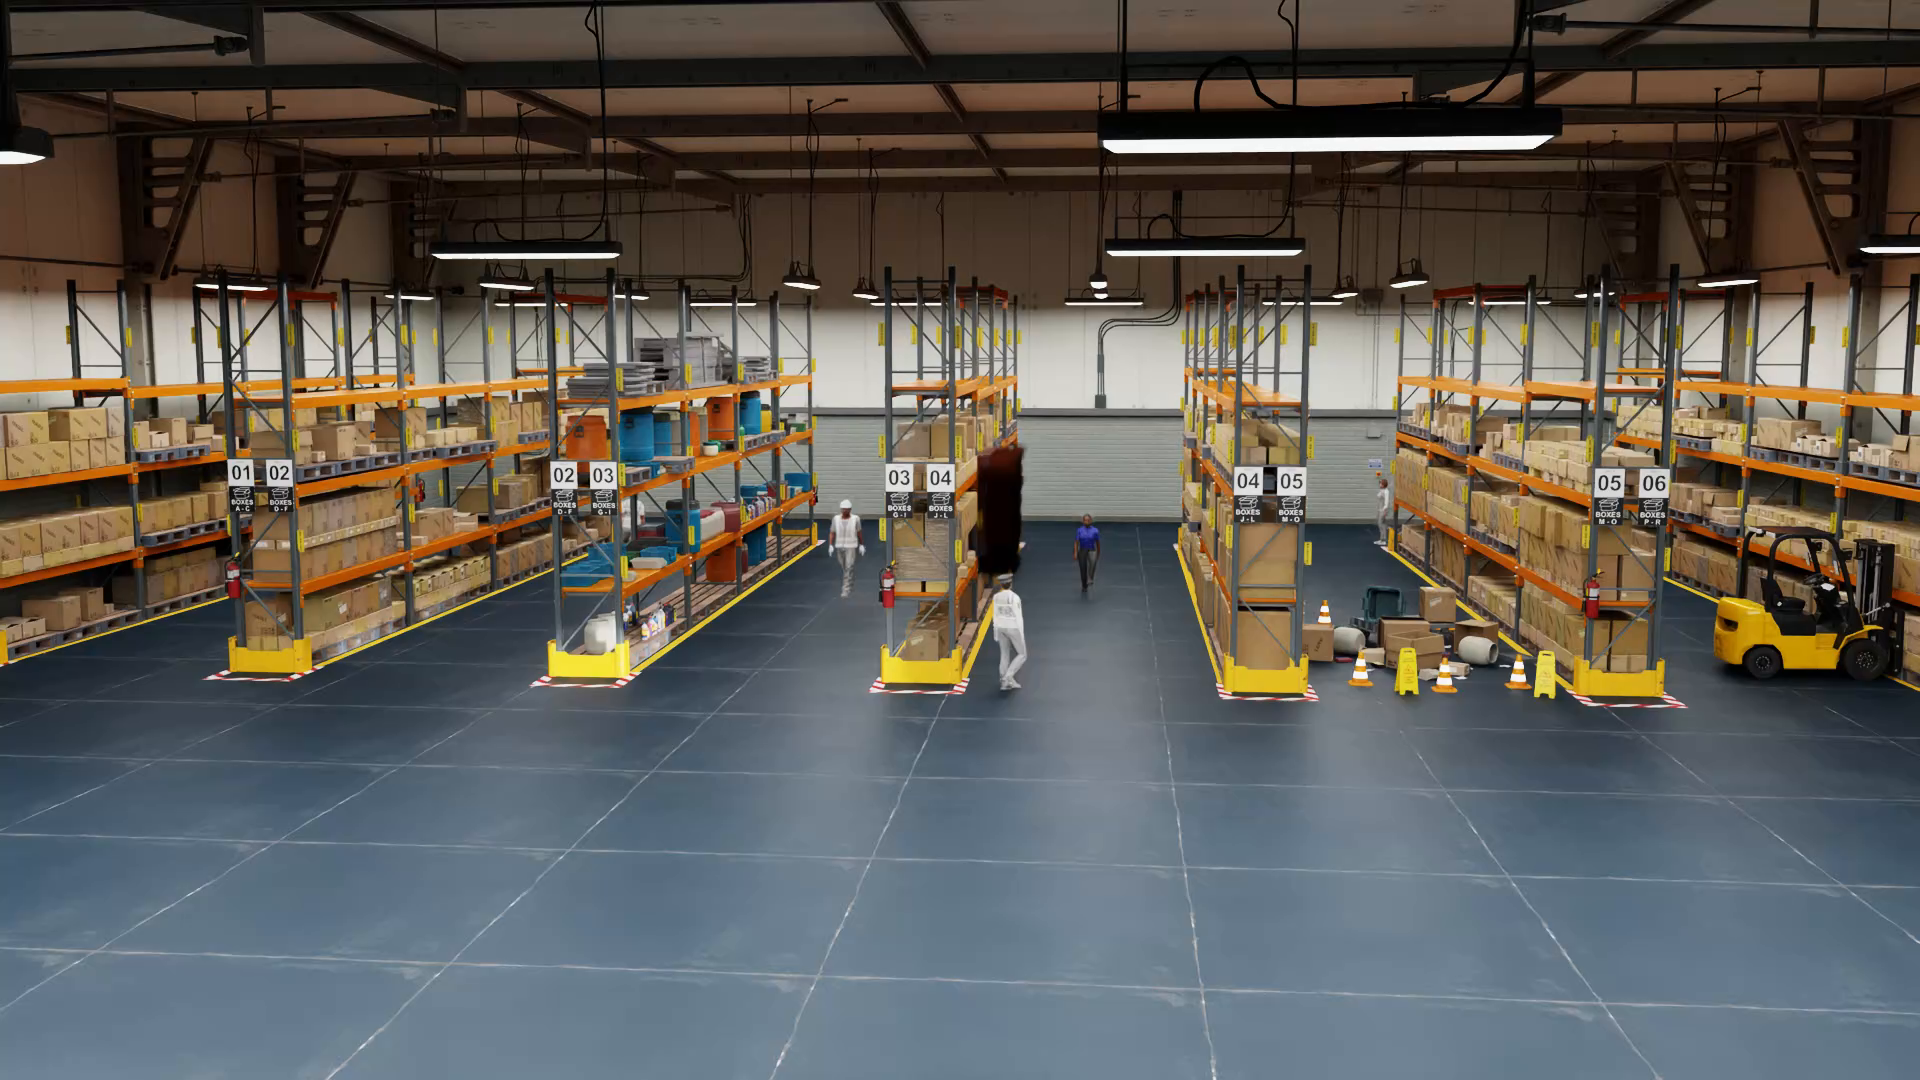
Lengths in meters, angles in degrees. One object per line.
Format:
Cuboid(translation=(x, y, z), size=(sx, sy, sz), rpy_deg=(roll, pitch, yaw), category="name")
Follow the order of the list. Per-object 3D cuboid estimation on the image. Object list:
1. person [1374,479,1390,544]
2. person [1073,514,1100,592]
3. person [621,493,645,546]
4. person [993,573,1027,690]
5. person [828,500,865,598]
Cuboid(translation=(10.286, -0.694, 40.260), size=(0.477, 1.589, 0.445), rpy_deg=(0, 7, 4), category="person")
Cuboid(translation=(2.456, 0.312, 32.173), size=(0.506, 1.509, 1.038), rpy_deg=(1, 7, 7), category="person")
Cuboid(translation=(-7.149, -0.257, 36.070), size=(0.662, 1.764, 0.430), rpy_deg=(0, 7, 3), category="person")
Cuboid(translation=(0.677, 1.317, 23.663), size=(0.641, 1.654, 0.468), rpy_deg=(7, 10, 44), category="person")
Cuboid(translation=(-2.129, 0.136, 30.327), size=(0.555, 1.729, 0.957), rpy_deg=(3, 7, 21), category="person")
